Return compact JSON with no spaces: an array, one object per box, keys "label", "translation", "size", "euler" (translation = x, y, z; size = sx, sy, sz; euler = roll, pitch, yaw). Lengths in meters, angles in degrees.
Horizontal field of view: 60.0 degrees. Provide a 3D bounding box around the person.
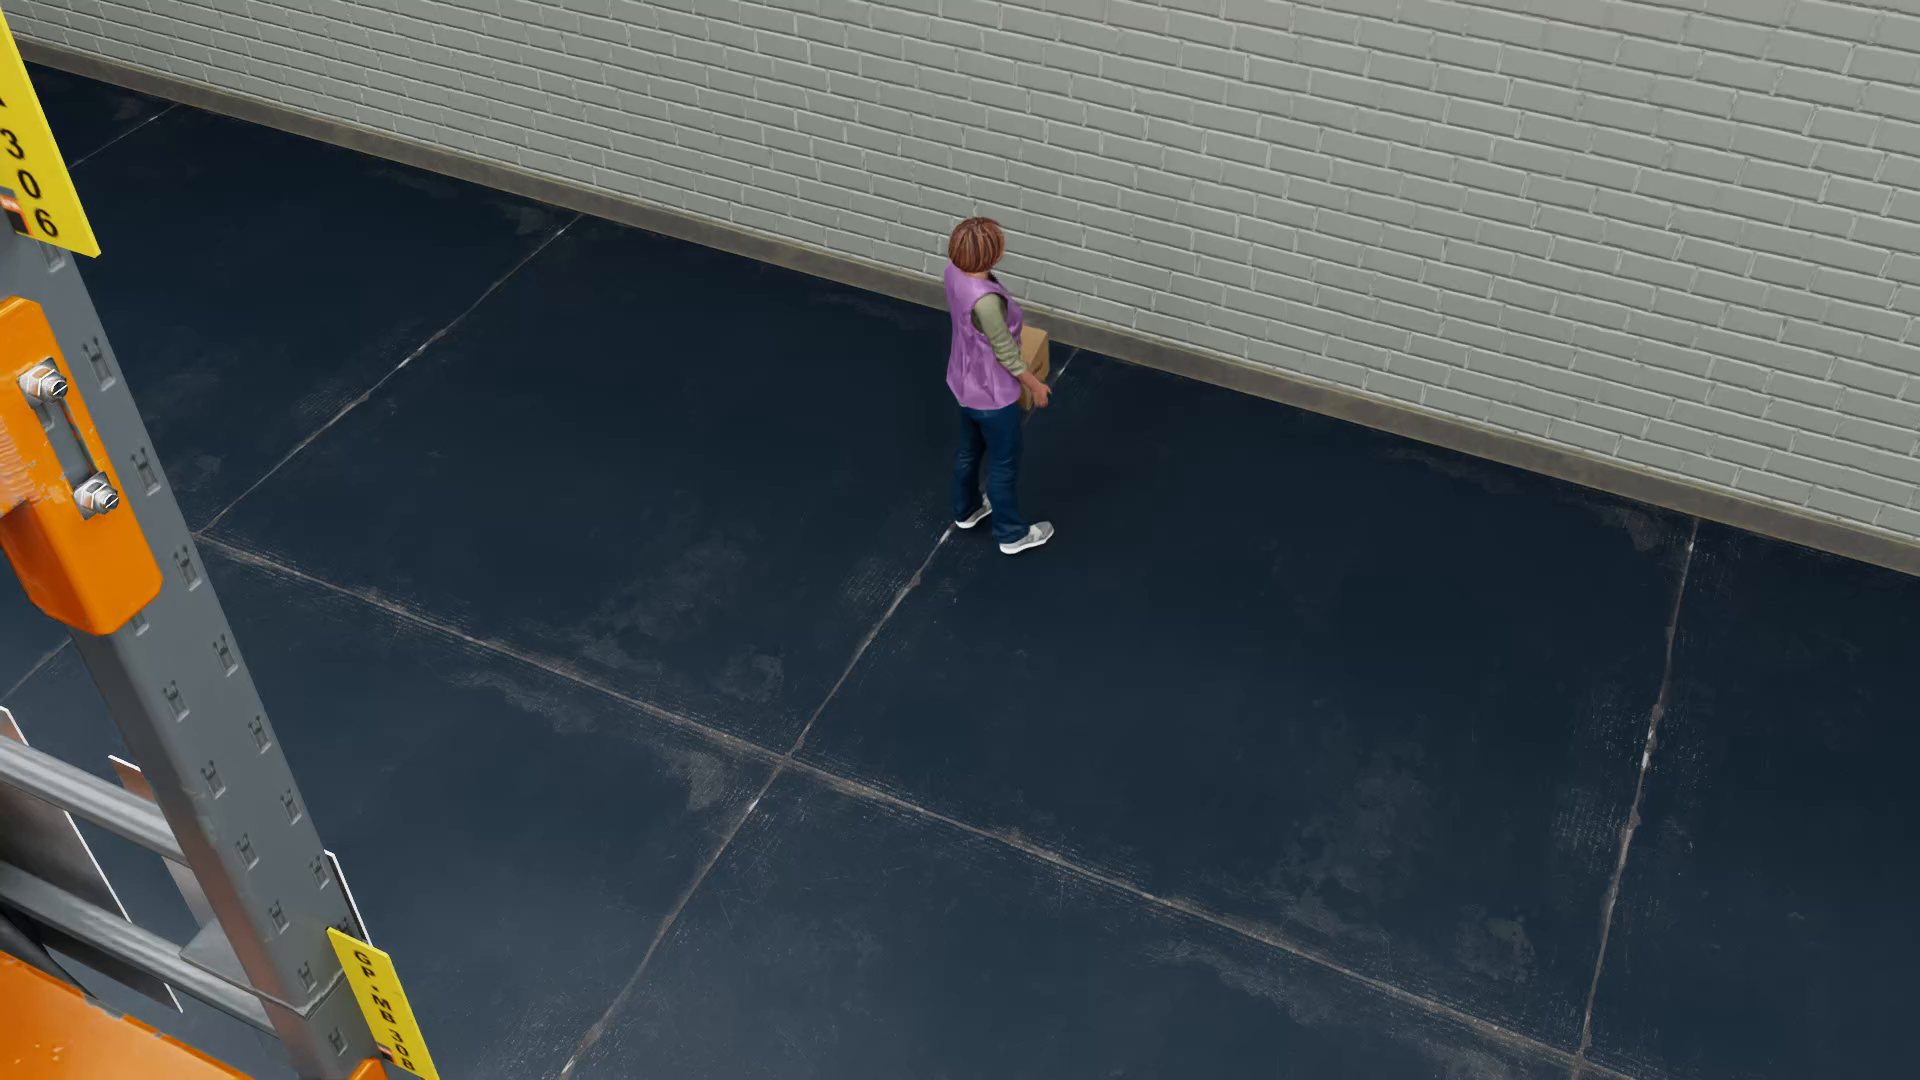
[{"label":"person","translation":[0.165,-0.647,6.852],"size":[0.437,1.604,0.433],"euler":[-14,44,-15]}]
